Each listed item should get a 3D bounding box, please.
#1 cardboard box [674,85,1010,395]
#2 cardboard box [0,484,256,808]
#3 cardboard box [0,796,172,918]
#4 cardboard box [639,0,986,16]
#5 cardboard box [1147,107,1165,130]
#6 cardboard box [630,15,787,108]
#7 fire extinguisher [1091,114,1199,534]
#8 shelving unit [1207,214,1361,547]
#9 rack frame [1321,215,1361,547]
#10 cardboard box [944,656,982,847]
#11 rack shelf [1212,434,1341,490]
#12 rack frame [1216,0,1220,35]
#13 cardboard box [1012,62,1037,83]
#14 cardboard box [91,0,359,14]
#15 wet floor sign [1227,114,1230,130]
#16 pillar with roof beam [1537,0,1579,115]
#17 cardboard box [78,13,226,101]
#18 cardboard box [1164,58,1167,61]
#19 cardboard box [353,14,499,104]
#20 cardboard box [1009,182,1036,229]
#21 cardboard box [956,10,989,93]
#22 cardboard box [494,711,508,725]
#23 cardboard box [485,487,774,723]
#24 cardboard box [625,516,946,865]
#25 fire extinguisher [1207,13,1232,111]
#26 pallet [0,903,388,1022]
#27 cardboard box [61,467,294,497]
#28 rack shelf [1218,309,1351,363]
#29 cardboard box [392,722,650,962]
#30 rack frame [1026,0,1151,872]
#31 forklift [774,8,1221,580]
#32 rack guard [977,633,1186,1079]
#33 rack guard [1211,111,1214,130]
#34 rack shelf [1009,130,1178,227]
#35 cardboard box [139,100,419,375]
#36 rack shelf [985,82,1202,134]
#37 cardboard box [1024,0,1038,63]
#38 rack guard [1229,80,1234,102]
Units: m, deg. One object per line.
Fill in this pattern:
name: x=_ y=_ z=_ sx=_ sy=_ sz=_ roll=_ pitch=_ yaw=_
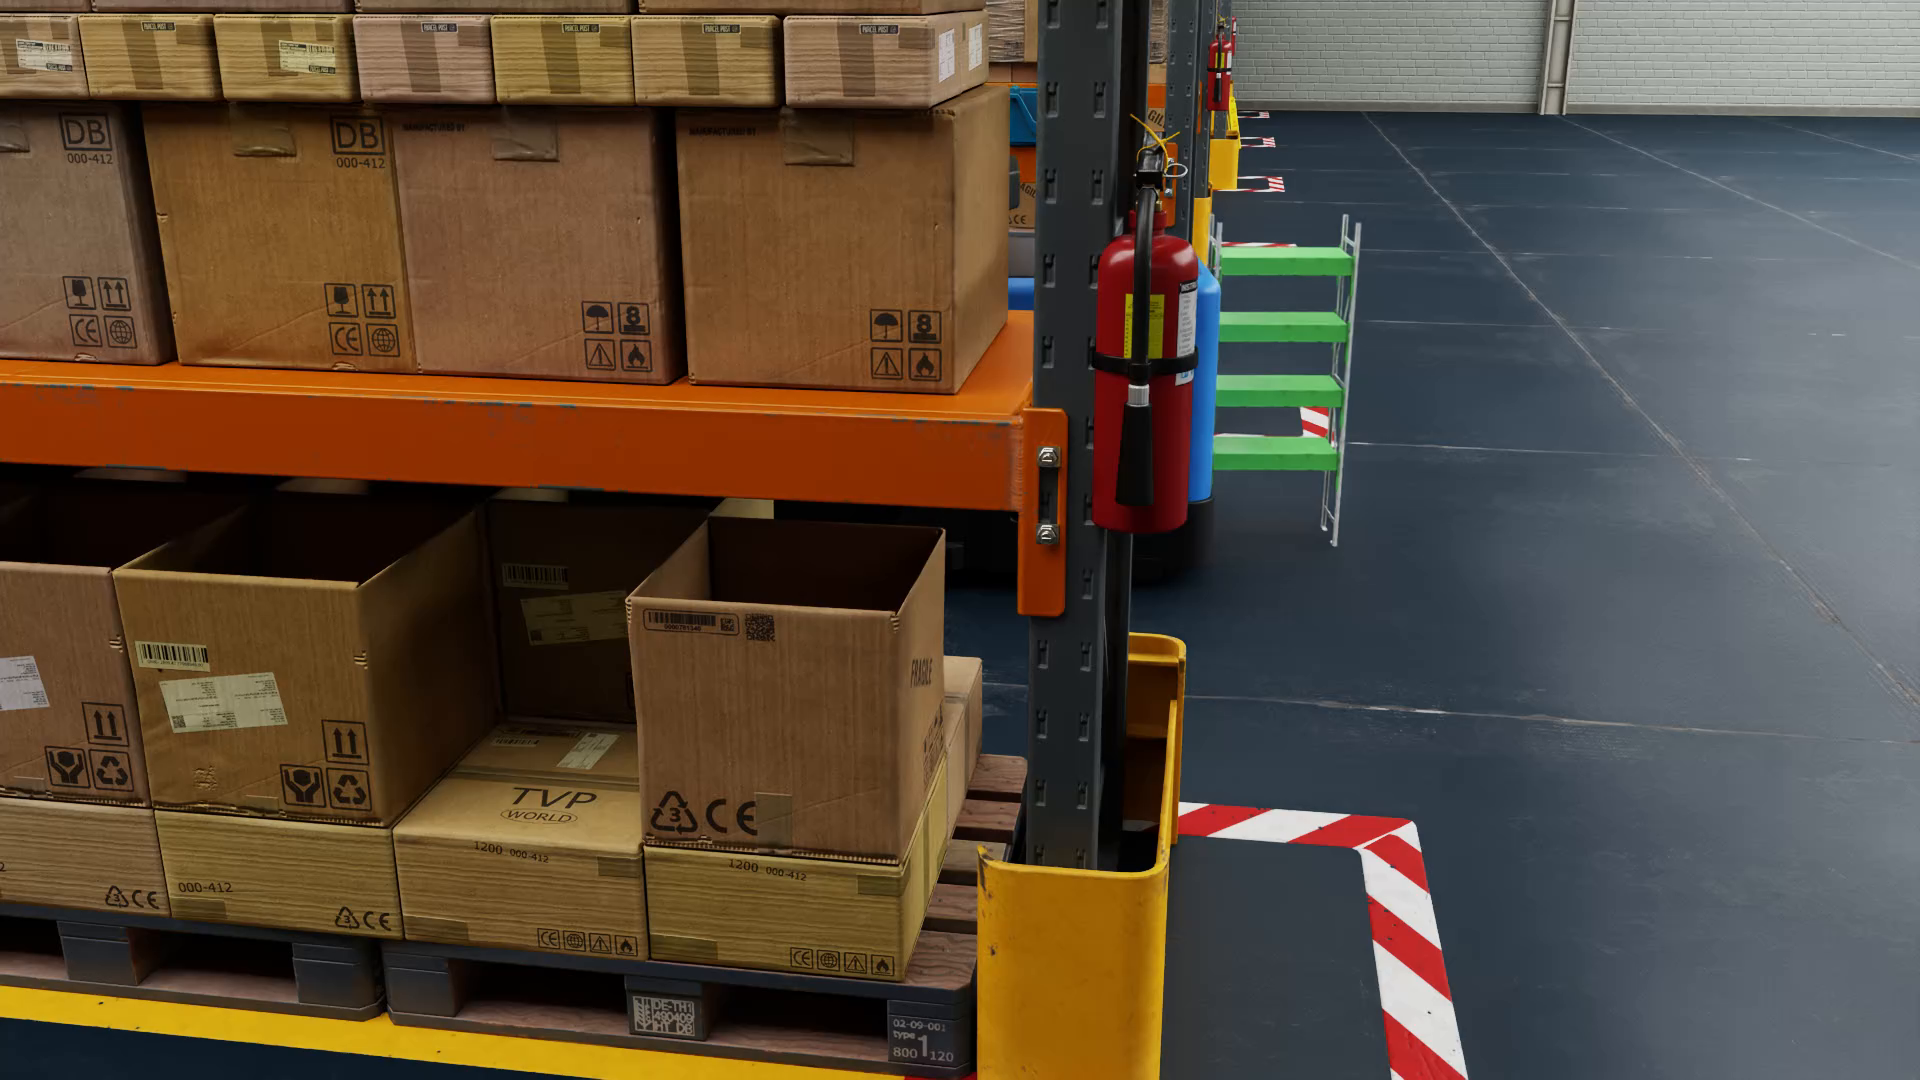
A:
cardboard box: x=-0.197 y=-0.617 z=3.261 sx=0.500 sy=0.500 sz=0.700 roll=3 pitch=19 yaw=9
cardboard box: x=-1.798 y=0.202 z=3.461 sx=0.500 sy=0.500 sz=0.500 roll=3 pitch=19 yaw=9
cardboard box: x=-1.797 y=0.557 z=3.583 sx=0.500 sy=0.250 sz=0.500 roll=3 pitch=19 yaw=9
cardboard box: x=-0.249 y=-1.235 z=3.063 sx=0.500 sy=0.500 sz=0.700 roll=3 pitch=19 yaw=9
cardboard box: x=2.043 y=-4.399 z=17.409 sx=0.875 sy=0.875 sz=0.875 roll=3 pitch=19 yaw=9
cardboard box: x=-0.404 y=-0.869 z=2.993 sx=0.250 sy=0.149 sz=0.380 roll=3 pitch=19 yaw=10
fire extinguisher: x=0.305 y=-0.354 z=2.754 sx=0.183 sy=0.674 sz=0.296 roll=3 pitch=19 yaw=9
shelving unit: x=1.162 y=-0.583 z=6.155 sx=0.503 sy=1.200 sz=0.258 roll=0 pitch=19 yaw=1
rack frame: x=1.406 y=-0.582 z=6.152 sx=0.015 sy=1.200 sz=0.240 roll=0 pitch=19 yaw=1
cardboard box: x=-0.232 y=0.466 z=3.853 sx=0.500 sy=0.250 sz=0.500 roll=3 pitch=19 yaw=9
rack shelf: x=1.162 y=-0.295 z=6.251 sx=0.480 sy=0.148 sz=0.258 roll=0 pitch=19 yaw=1
rack frame: x=3.409 y=-6.750 z=21.749 sx=0.127 sy=3.000 sz=1.000 roll=3 pitch=19 yaw=9
cardboard box: x=0.536 y=-3.528 z=12.515 sx=0.250 sy=0.149 sz=0.380 roll=3 pitch=19 yaw=9
cardboard box: x=-1.267 y=-1.284 z=3.212 sx=0.500 sy=0.500 sz=0.700 roll=3 pitch=19 yaw=9
wet floor sign: x=3.066 y=-4.696 z=19.322 sx=0.232 sy=0.644 sz=0.267 roll=0 pitch=19 yaw=-1
pillar with roof beam: x=8.889 y=-9.817 z=21.460 sx=0.400 sy=9.000 sz=9.100 roll=3 pitch=19 yaw=9
cardboard box: x=-1.424 y=-0.921 z=3.149 sx=0.250 sy=0.149 sz=0.380 roll=3 pitch=19 yaw=10
cardboard box: x=1.593 y=-3.615 z=12.776 sx=0.250 sy=0.149 sz=0.380 roll=3 pitch=19 yaw=9
cardboard box: x=-0.905 y=-0.895 z=3.071 sx=0.250 sy=0.149 sz=0.380 roll=3 pitch=19 yaw=9
cardboard box: x=0.627 y=-2.715 z=12.967 sx=0.500 sy=0.500 sz=0.500 roll=8 pitch=20 yaw=23
cardboard box: x=-0.091 y=-0.984 z=3.337 sx=0.250 sy=0.149 sz=0.380 roll=3 pitch=19 yaw=8
cardboard box: x=-1.220 y=0.417 z=4.001 sx=0.500 sy=0.250 sz=0.500 roll=3 pitch=19 yaw=9
cardboard box: x=-0.726 y=0.086 z=3.808 sx=0.500 sy=0.500 sz=0.500 roll=3 pitch=19 yaw=9
cardboard box: x=-0.315 y=0.274 z=3.248 sx=0.500 sy=0.500 sz=0.500 roll=3 pitch=19 yaw=9
fire extinguisher: x=1.877 y=-3.458 z=12.033 sx=0.183 sy=0.674 sz=0.296 roll=3 pitch=19 yaw=9
pallet: x=-1.701 y=0.693 z=3.899 sx=1.213 sy=0.211 sz=1.003 roll=3 pitch=19 yaw=9
cardboard box: x=-1.713 y=0.034 z=3.963 sx=0.500 sy=0.500 sz=0.500 roll=3 pitch=19 yaw=9
rack shelf: x=1.162 y=-0.750 z=6.099 sx=0.480 sy=0.148 sz=0.258 roll=0 pitch=19 yaw=1
cardboard box: x=-0.810 y=0.607 z=3.432 sx=0.500 sy=0.250 sz=0.500 roll=3 pitch=19 yaw=9
rack frame: x=0.262 y=-0.542 z=3.195 sx=0.127 sy=3.000 sz=1.000 roll=3 pitch=19 yaw=9
forklift: x=-0.623 y=-1.393 z=5.847 sx=3.031 sy=2.935 sz=1.130 roll=0 pitch=19 yaw=1
rack guard: x=0.286 y=0.645 z=3.588 sx=0.348 sy=0.500 sz=1.175 roll=3 pitch=19 yaw=9
rack guard: x=3.334 y=-5.568 z=22.157 sx=0.348 sy=0.500 sz=1.175 roll=3 pitch=19 yaw=9
rack shelf: x=-0.923 y=-1.853 z=8.247 sx=4.000 sy=0.370 sz=1.077 roll=3 pitch=19 yaw=9
cardboard box: x=-1.206 y=-0.668 z=3.416 sx=0.500 sy=0.500 sz=0.700 roll=3 pitch=19 yaw=9
rack shelf: x=-0.138 y=-3.405 z=12.885 sx=4.000 sy=0.370 sz=1.077 roll=3 pitch=19 yaw=9
cardboard box: x=0.786 y=-3.857 z=12.478 sx=0.500 sy=0.500 sz=0.875 roll=3 pitch=19 yaw=9
rack guard: x=4.216 y=-7.118 z=26.790 sx=0.348 sy=0.500 sz=1.175 roll=3 pitch=19 yaw=9
